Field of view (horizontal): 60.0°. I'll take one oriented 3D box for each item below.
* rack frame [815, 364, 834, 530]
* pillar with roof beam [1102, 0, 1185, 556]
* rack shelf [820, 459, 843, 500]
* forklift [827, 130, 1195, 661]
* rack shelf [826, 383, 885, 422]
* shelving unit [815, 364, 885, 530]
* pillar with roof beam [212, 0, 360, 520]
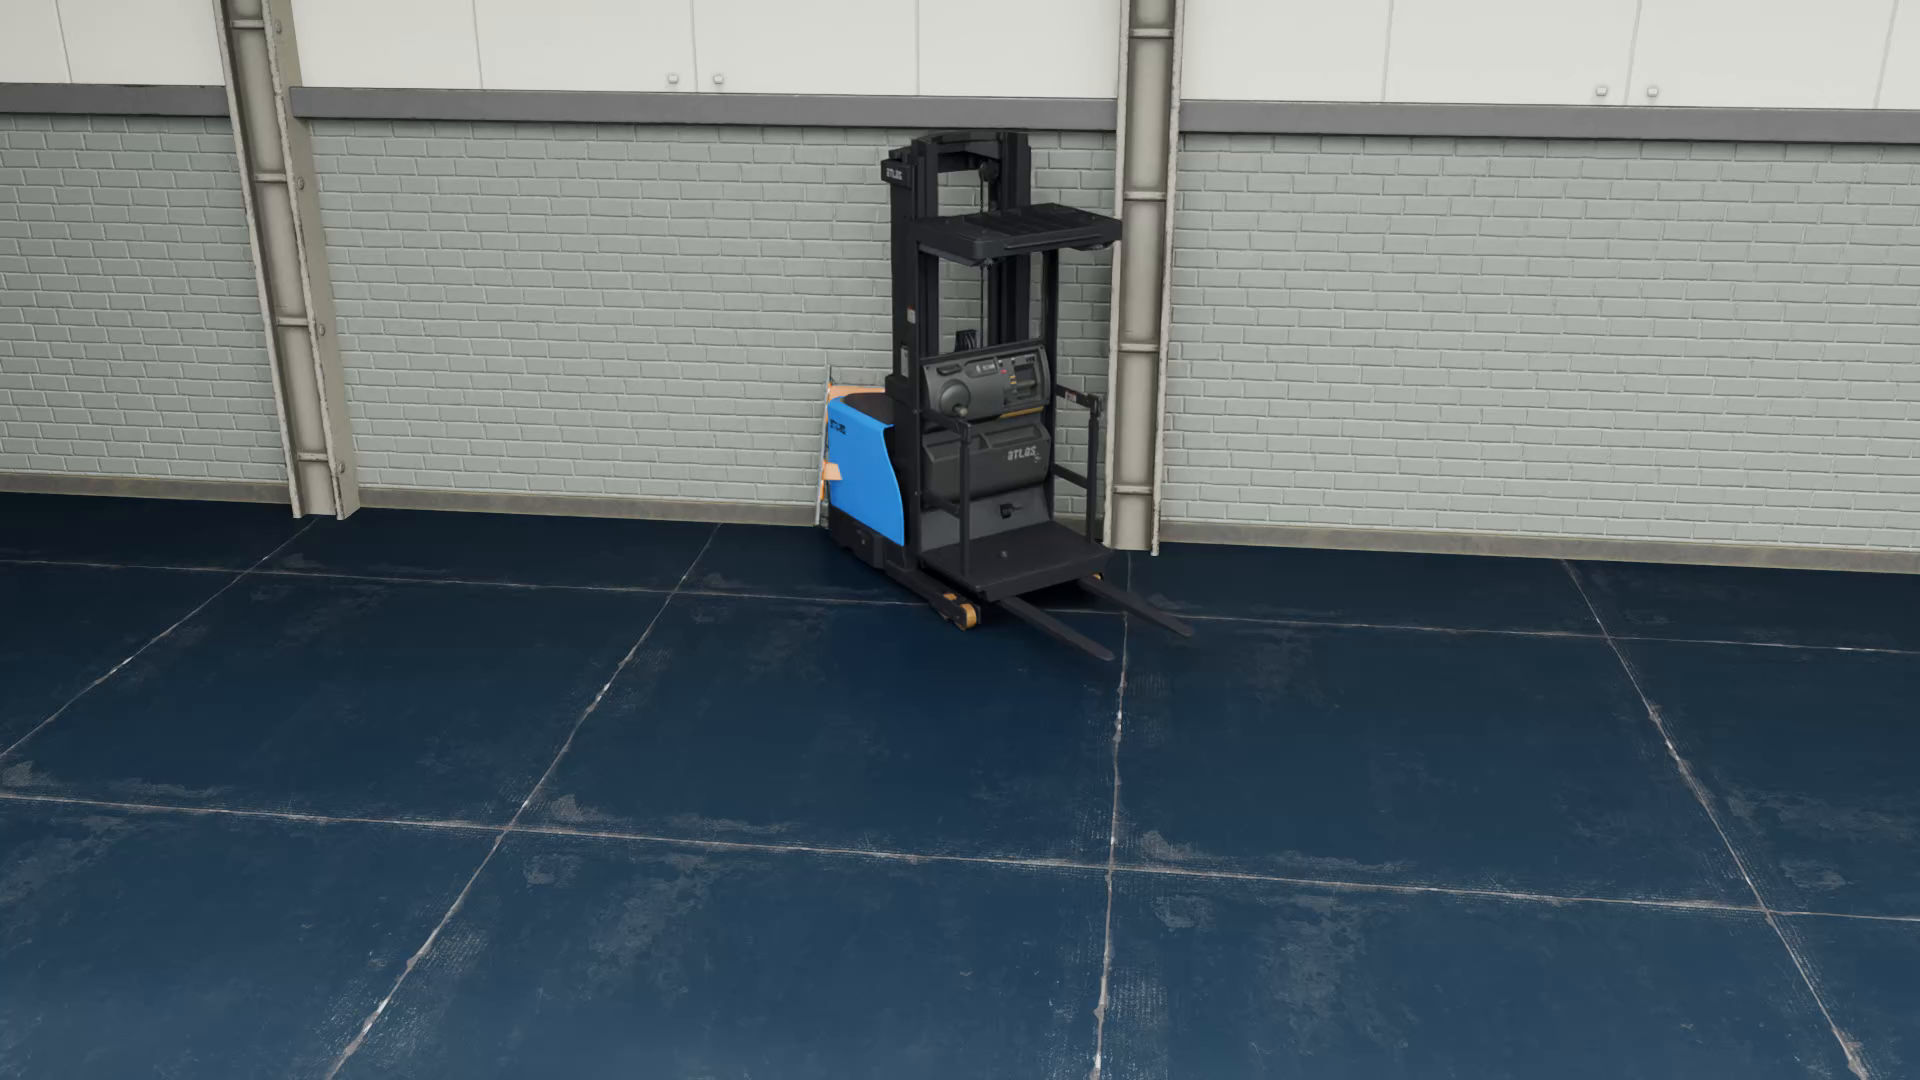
[{"bbox_3d":[-0.930,-0.649,11.789,0.032,1.125,0.500,4,-3,5],"label":"rack frame"},{"bbox_3d":[0.707,-2.568,6.196,0.400,9.000,9.100,2,22,6],"label":"pillar with roof beam"},{"bbox_3d":[-0.441,-0.374,11.728,1.000,0.278,0.538,4,-3,5],"label":"rack shelf"},{"bbox_3d":[0.295,-0.995,10.470,1.130,2.935,3.031,-14,25,-31],"label":"forklift"},{"bbox_3d":[-0.405,-0.909,11.759,1.000,0.278,0.538,4,-3,5],"label":"rack shelf"},{"bbox_3d":[-0.424,-0.617,11.742,1.048,1.125,0.538,4,-3,5],"label":"shelving unit"},{"bbox_3d":[-5.251,-2.828,6.852,0.400,9.000,9.100,2,22,6],"label":"pillar with roof beam"}]
